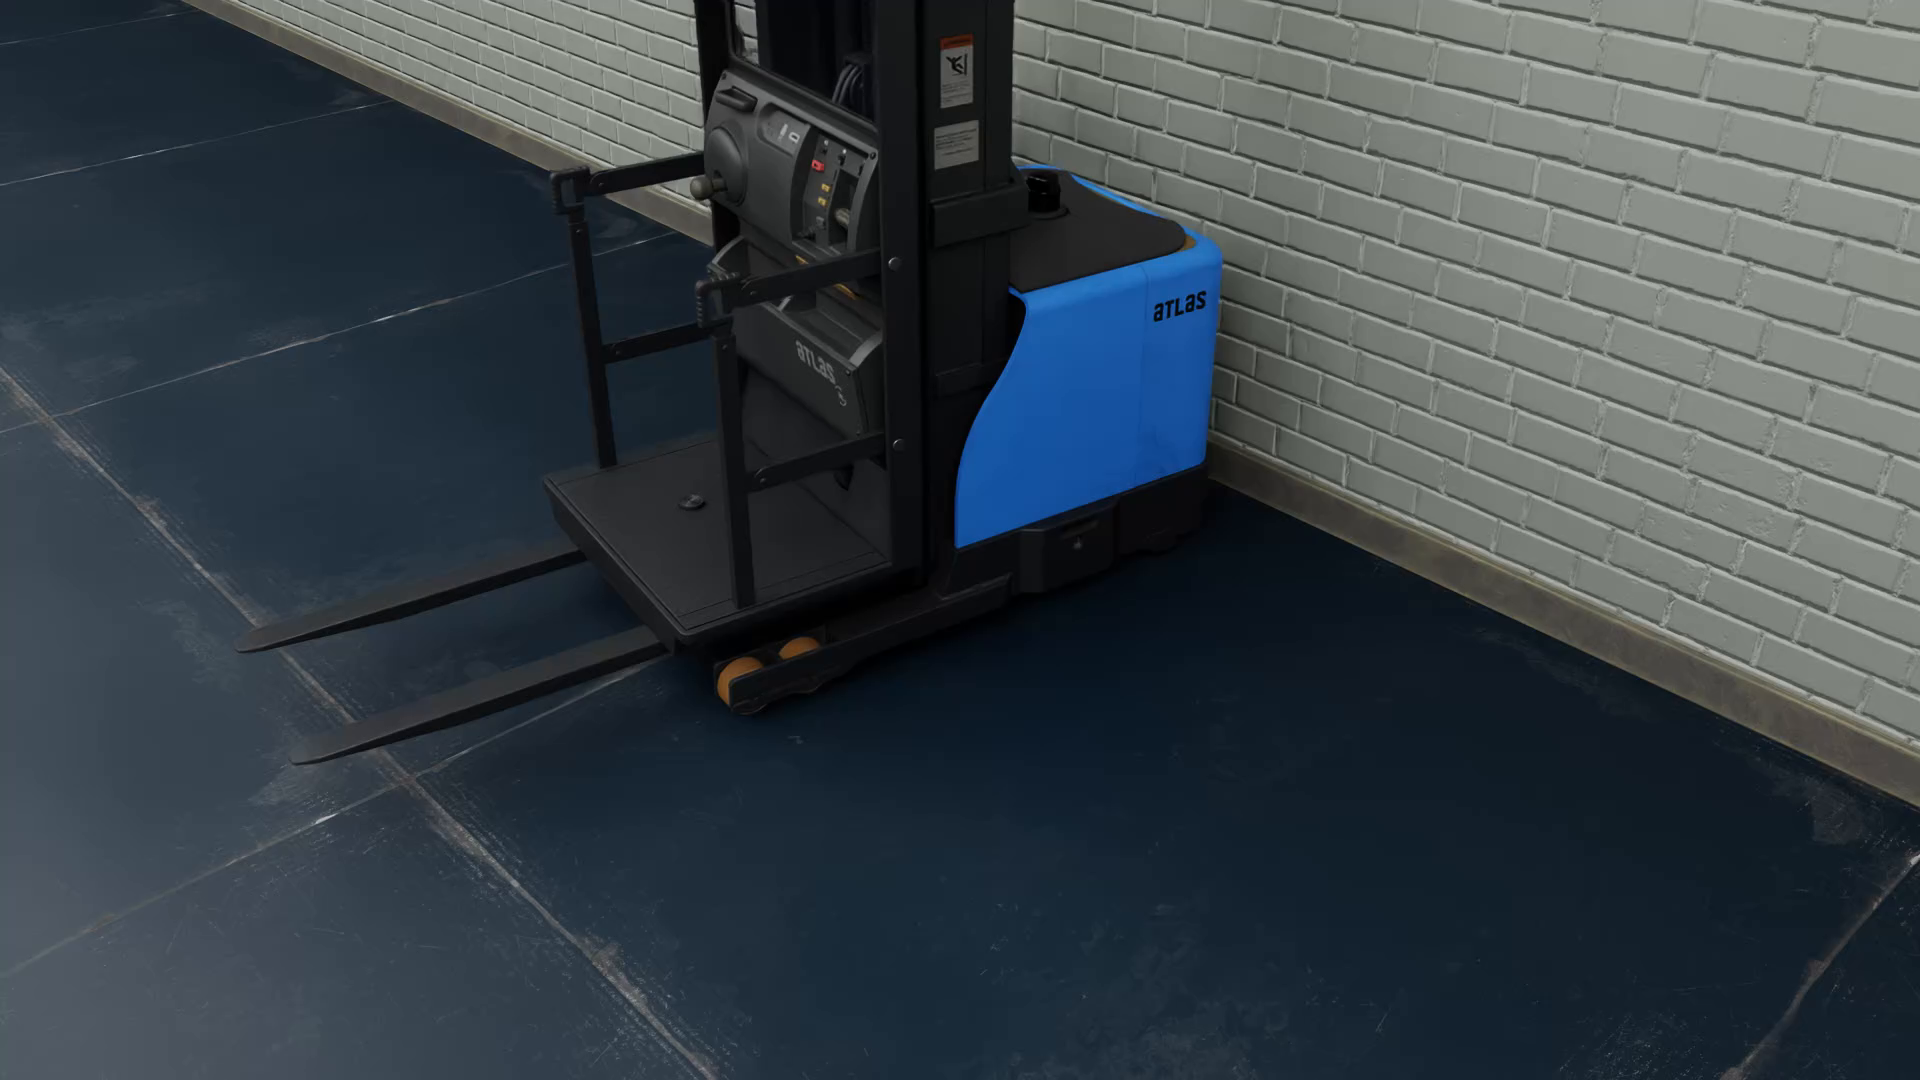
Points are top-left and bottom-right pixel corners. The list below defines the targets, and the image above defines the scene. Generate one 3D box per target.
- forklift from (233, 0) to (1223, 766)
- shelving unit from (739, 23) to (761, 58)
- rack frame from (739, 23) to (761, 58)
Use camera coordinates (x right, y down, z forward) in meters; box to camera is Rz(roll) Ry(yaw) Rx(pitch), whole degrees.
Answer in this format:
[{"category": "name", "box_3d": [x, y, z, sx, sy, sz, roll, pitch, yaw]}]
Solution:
[{"category": "forklift", "box_3d": [-0.667, -1.050, 4.658, 3.031, 2.935, 1.130, -19, 36, -28]}, {"category": "shelving unit", "box_3d": [-0.271, -1.264, 6.299, 0.755, 1.500, 0.431, -20, 18, -29]}, {"category": "rack frame", "box_3d": [-0.573, -1.152, 6.123, 0.023, 1.500, 0.400, -20, 18, -29]}]
